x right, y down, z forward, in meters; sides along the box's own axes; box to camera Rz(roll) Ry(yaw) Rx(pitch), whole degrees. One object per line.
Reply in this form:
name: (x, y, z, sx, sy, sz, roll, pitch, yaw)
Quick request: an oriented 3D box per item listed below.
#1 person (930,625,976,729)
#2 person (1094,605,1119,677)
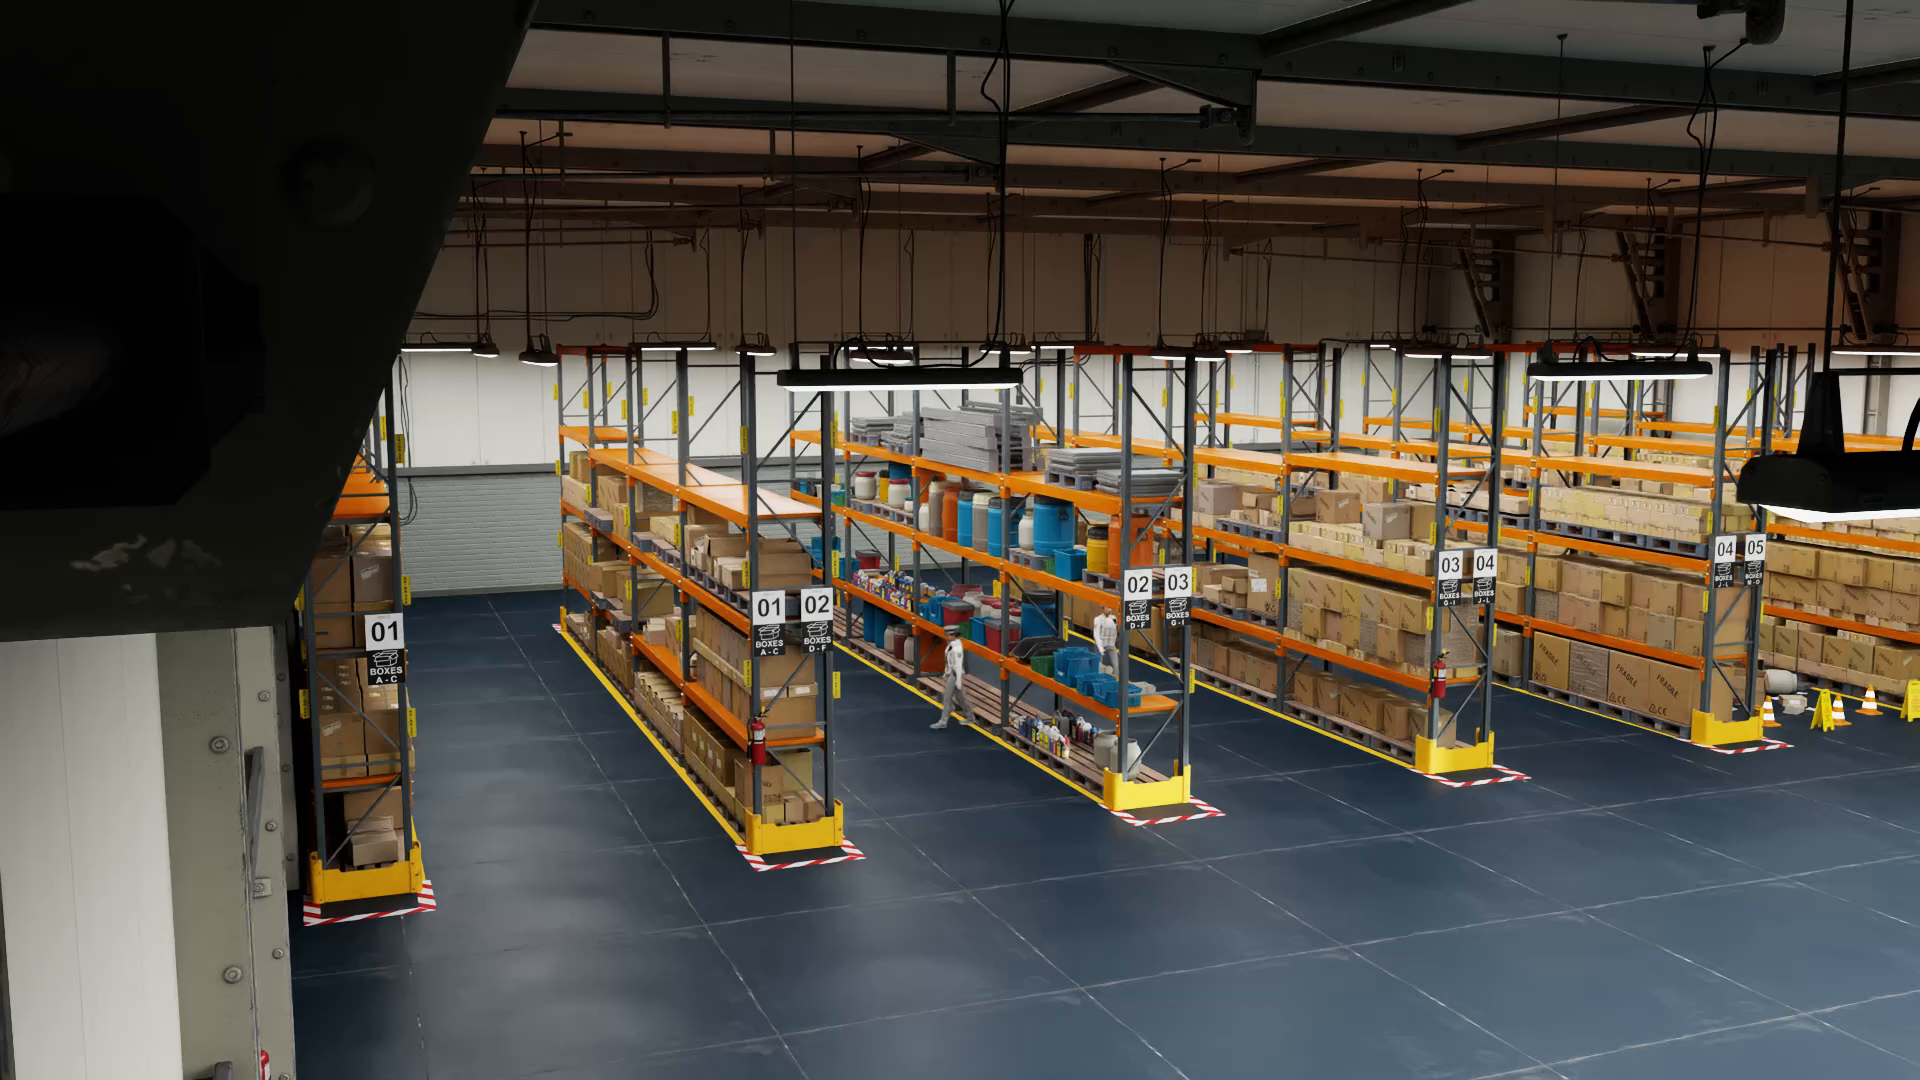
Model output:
person: (-0.110, 2.158, 26.443, 0.758, 1.641, 0.562, -1, 7, -5)
person: (2.567, 1.852, 28.823, 0.497, 1.622, 1.041, -2, 8, -17)
